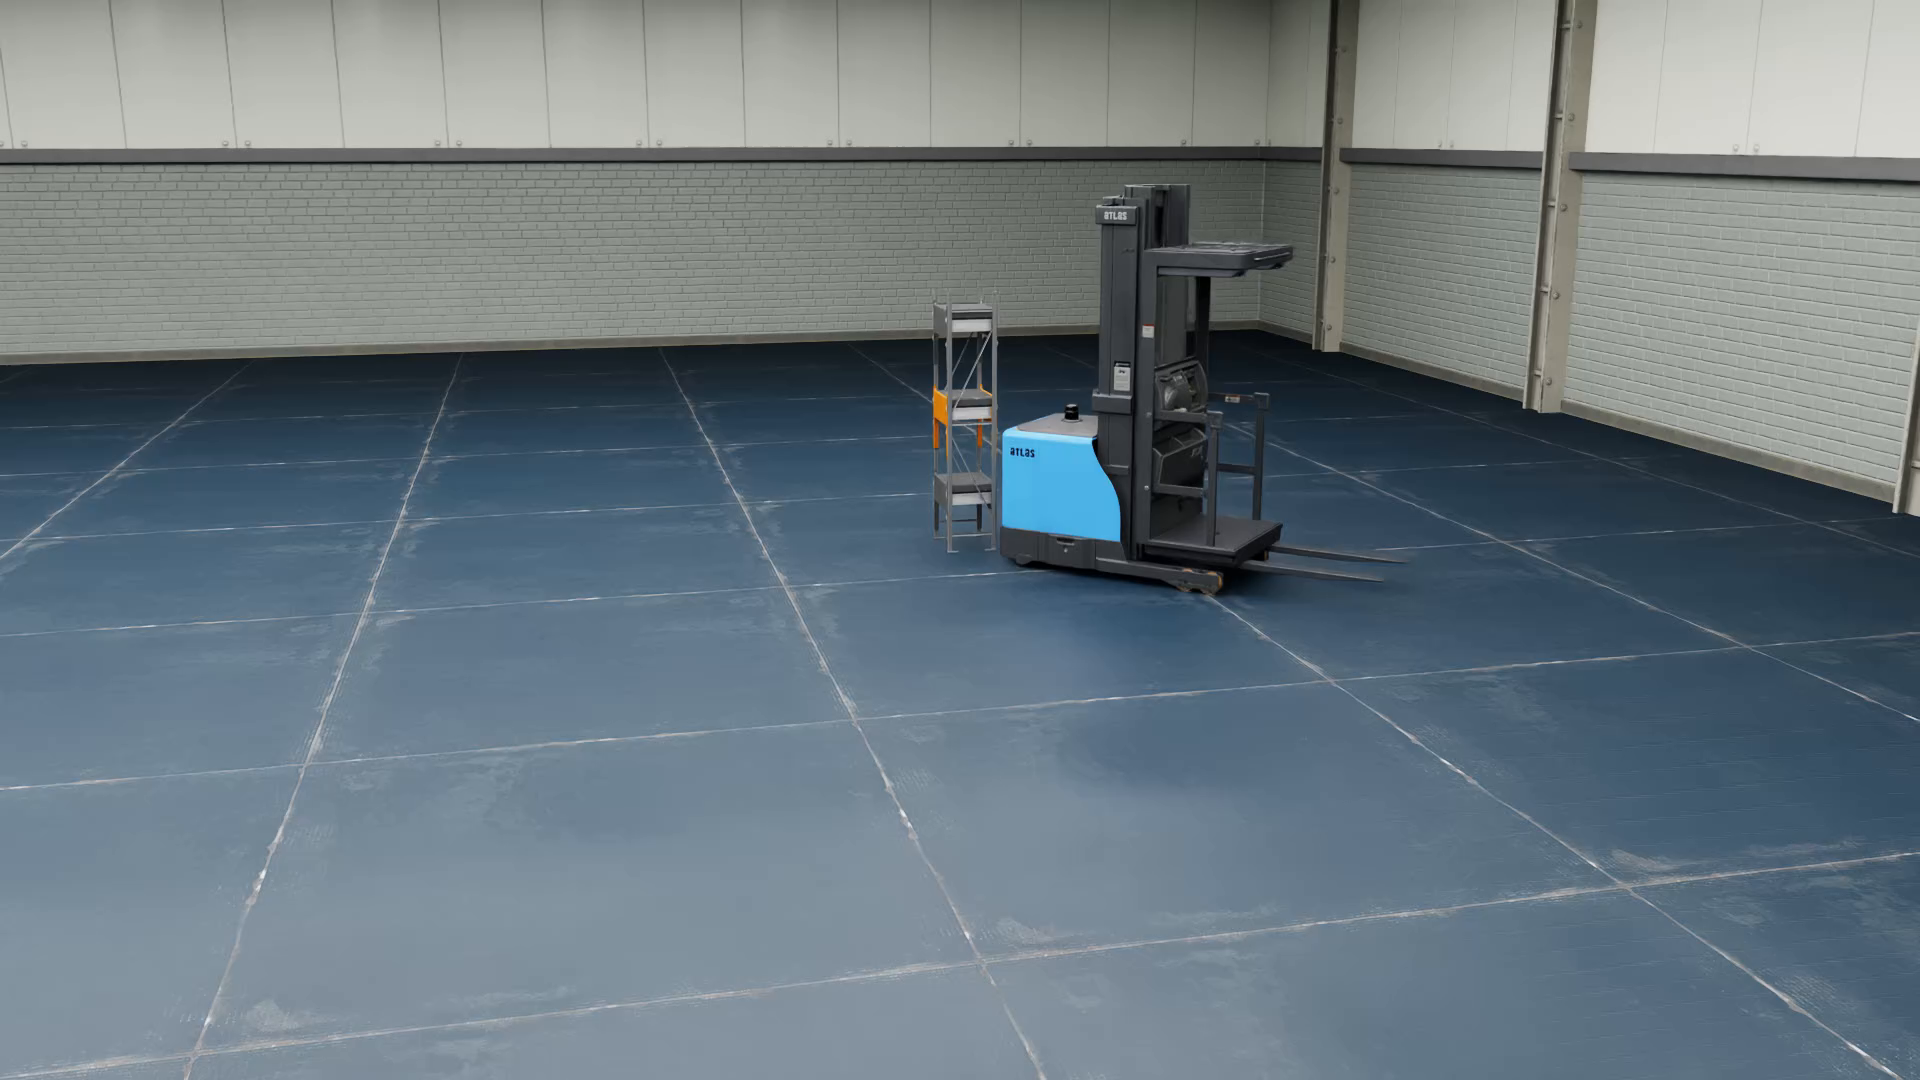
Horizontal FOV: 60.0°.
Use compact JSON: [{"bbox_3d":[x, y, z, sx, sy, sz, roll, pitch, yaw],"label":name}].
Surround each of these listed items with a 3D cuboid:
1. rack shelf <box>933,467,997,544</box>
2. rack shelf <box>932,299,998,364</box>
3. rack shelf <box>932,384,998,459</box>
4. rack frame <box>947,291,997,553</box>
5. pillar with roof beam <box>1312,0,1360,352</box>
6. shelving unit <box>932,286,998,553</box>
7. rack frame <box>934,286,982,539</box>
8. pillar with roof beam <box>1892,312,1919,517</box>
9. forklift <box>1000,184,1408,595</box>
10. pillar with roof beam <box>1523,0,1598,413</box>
[{"bbox_3d":[0.039,-0.289,13.691,0.431,0.518,0.480,-3,14,-13],"label":"rack shelf"},{"bbox_3d":[0.039,-1.649,13.359,0.431,0.518,0.480,-3,14,-13],"label":"rack shelf"},{"bbox_3d":[0.039,-0.969,13.525,0.431,0.518,0.480,-3,14,-13],"label":"rack shelf"},{"bbox_3d":[0.096,-0.926,13.291,0.400,2.100,0.015,-3,14,-13],"label":"rack frame"},{"bbox_3d":[1.578,-7.116,24.094,9.100,9.000,0.400,-3,14,-13],"label":"pillar with roof beam"},{"bbox_3d":[0.039,-0.982,13.522,0.431,2.100,0.503,-3,14,-13],"label":"shelving unit"},{"bbox_3d":[-0.018,-1.038,13.752,0.400,2.100,0.015,-3,14,-13],"label":"rack frame"},{"bbox_3d":[4.396,-4.348,12.763,9.100,9.000,0.400,-3,14,-13],"label":"pillar with roof beam"},{"bbox_3d":[1.853,-1.163,12.510,3.031,2.935,1.130,8,16,29],"label":"forklift"},{"bbox_3d":[2.987,-5.732,18.429,9.100,9.000,0.400,-3,14,-13],"label":"pillar with roof beam"}]
